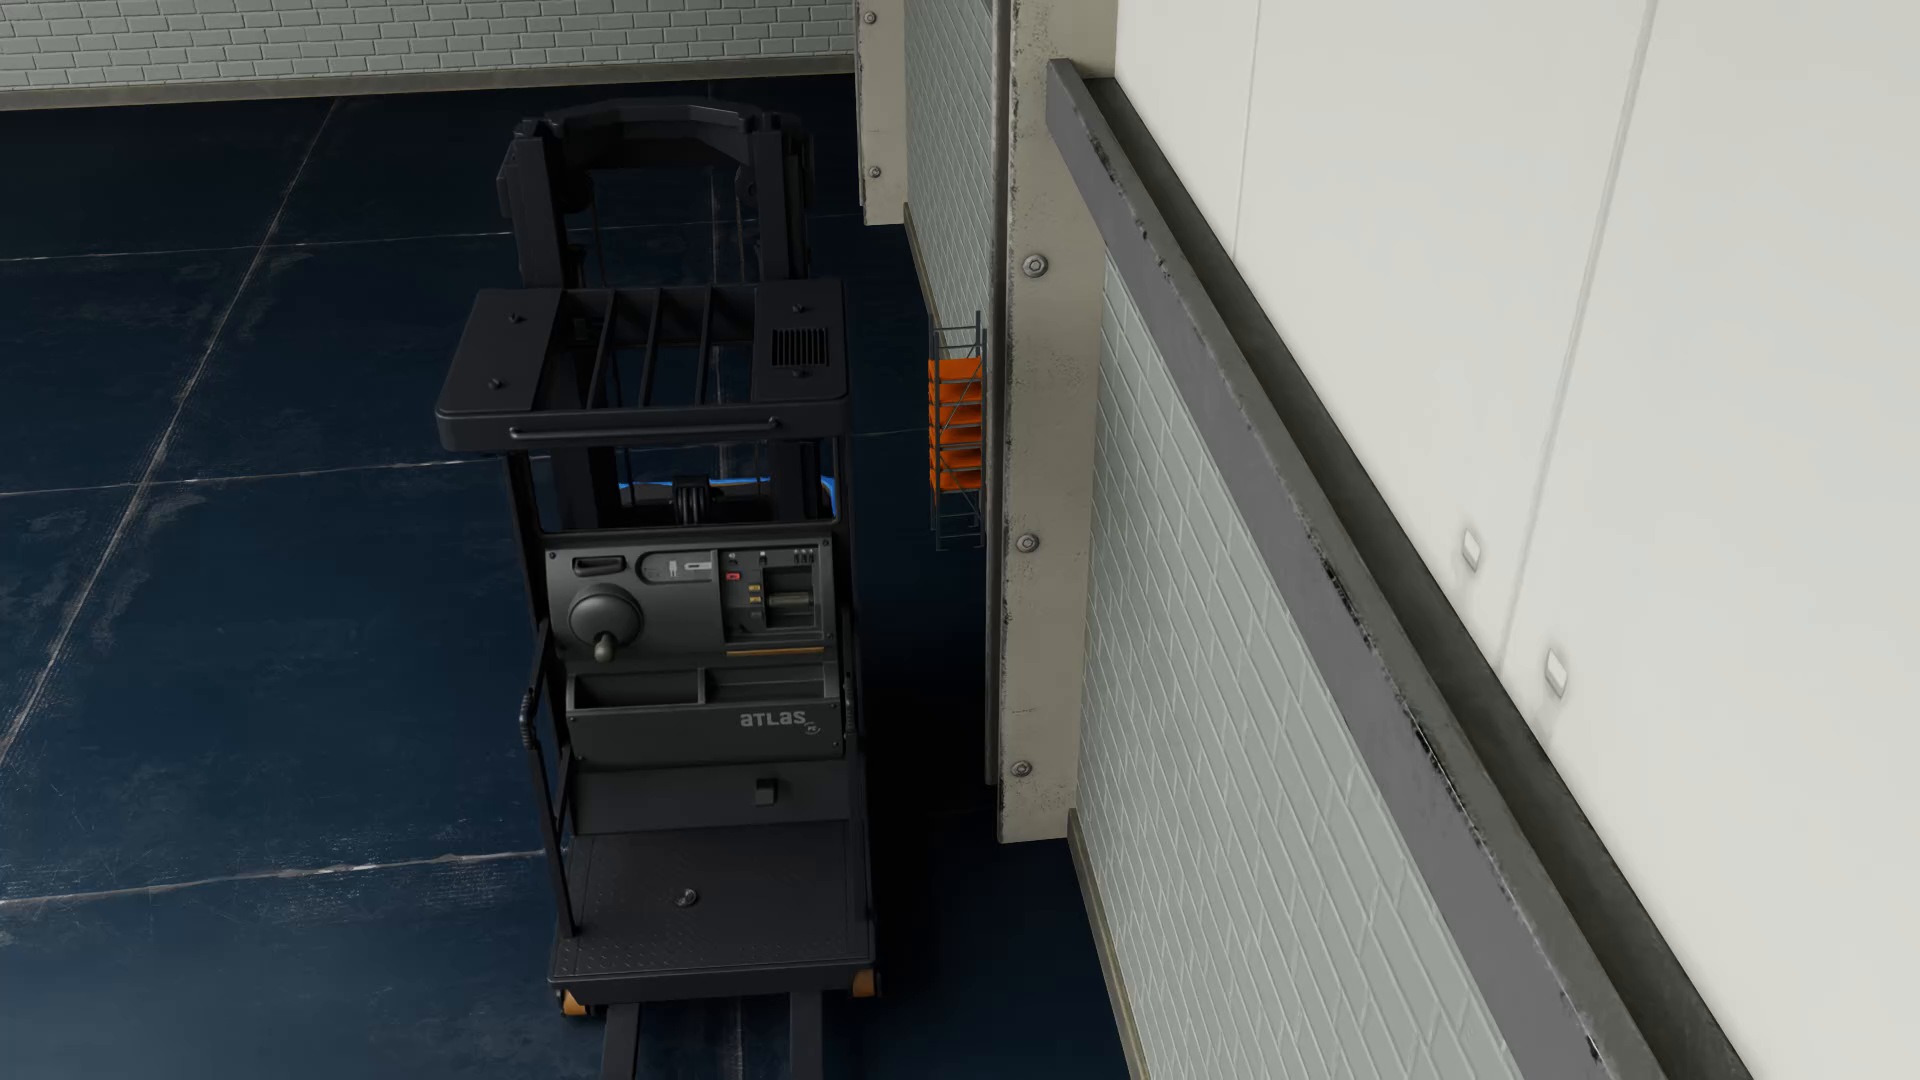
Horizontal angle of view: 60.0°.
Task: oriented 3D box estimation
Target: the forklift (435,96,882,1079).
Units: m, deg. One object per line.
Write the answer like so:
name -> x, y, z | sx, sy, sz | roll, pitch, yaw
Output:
forklift -> -0.859, 0.250, 5.281 | 1.130, 2.935, 3.031 | -3, 34, -4

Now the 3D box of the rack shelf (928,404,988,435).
rack shelf -> -0.011, -0.564, 7.879 | 0.258, 0.103, 0.180 | -5, 35, -7

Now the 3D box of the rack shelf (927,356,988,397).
rack shelf -> -0.011, -0.763, 7.743 | 0.258, 0.103, 0.180 | -5, 35, -7

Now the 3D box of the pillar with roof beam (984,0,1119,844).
pillar with roof beam -> -3.988, -2.327, 3.674 | 9.100, 9.000, 0.400 | -4, 35, -6

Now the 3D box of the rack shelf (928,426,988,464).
rack shelf -> -0.011, -0.465, 7.946 | 0.258, 0.103, 0.180 | -5, 35, -7

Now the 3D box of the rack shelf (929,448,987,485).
rack shelf -> -0.011, -0.366, 8.014 | 0.258, 0.103, 0.180 | -5, 35, -7

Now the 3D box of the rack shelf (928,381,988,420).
rack shelf -> -0.011, -0.664, 7.811 | 0.258, 0.103, 0.180 | -5, 35, -7

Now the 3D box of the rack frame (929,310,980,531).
rack frame -> -0.025, -0.553, 7.996 | 0.240, 1.200, 0.006 | -5, 35, -7

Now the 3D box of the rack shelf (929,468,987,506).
rack shelf -> -0.011, -0.267, 8.081 | 0.258, 0.103, 0.180 | -5, 35, -7

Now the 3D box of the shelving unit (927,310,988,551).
shelving unit -> -0.011, -0.502, 7.921 | 0.258, 1.200, 0.189 | -5, 35, -7

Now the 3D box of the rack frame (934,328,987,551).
rack frame -> 0.003, -0.451, 7.846 | 0.240, 1.200, 0.006 | -5, 35, -7

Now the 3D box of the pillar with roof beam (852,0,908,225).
pillar with roof beam -> -4.795, -5.675, 8.587 | 9.100, 9.000, 0.400 | -4, 35, -6
